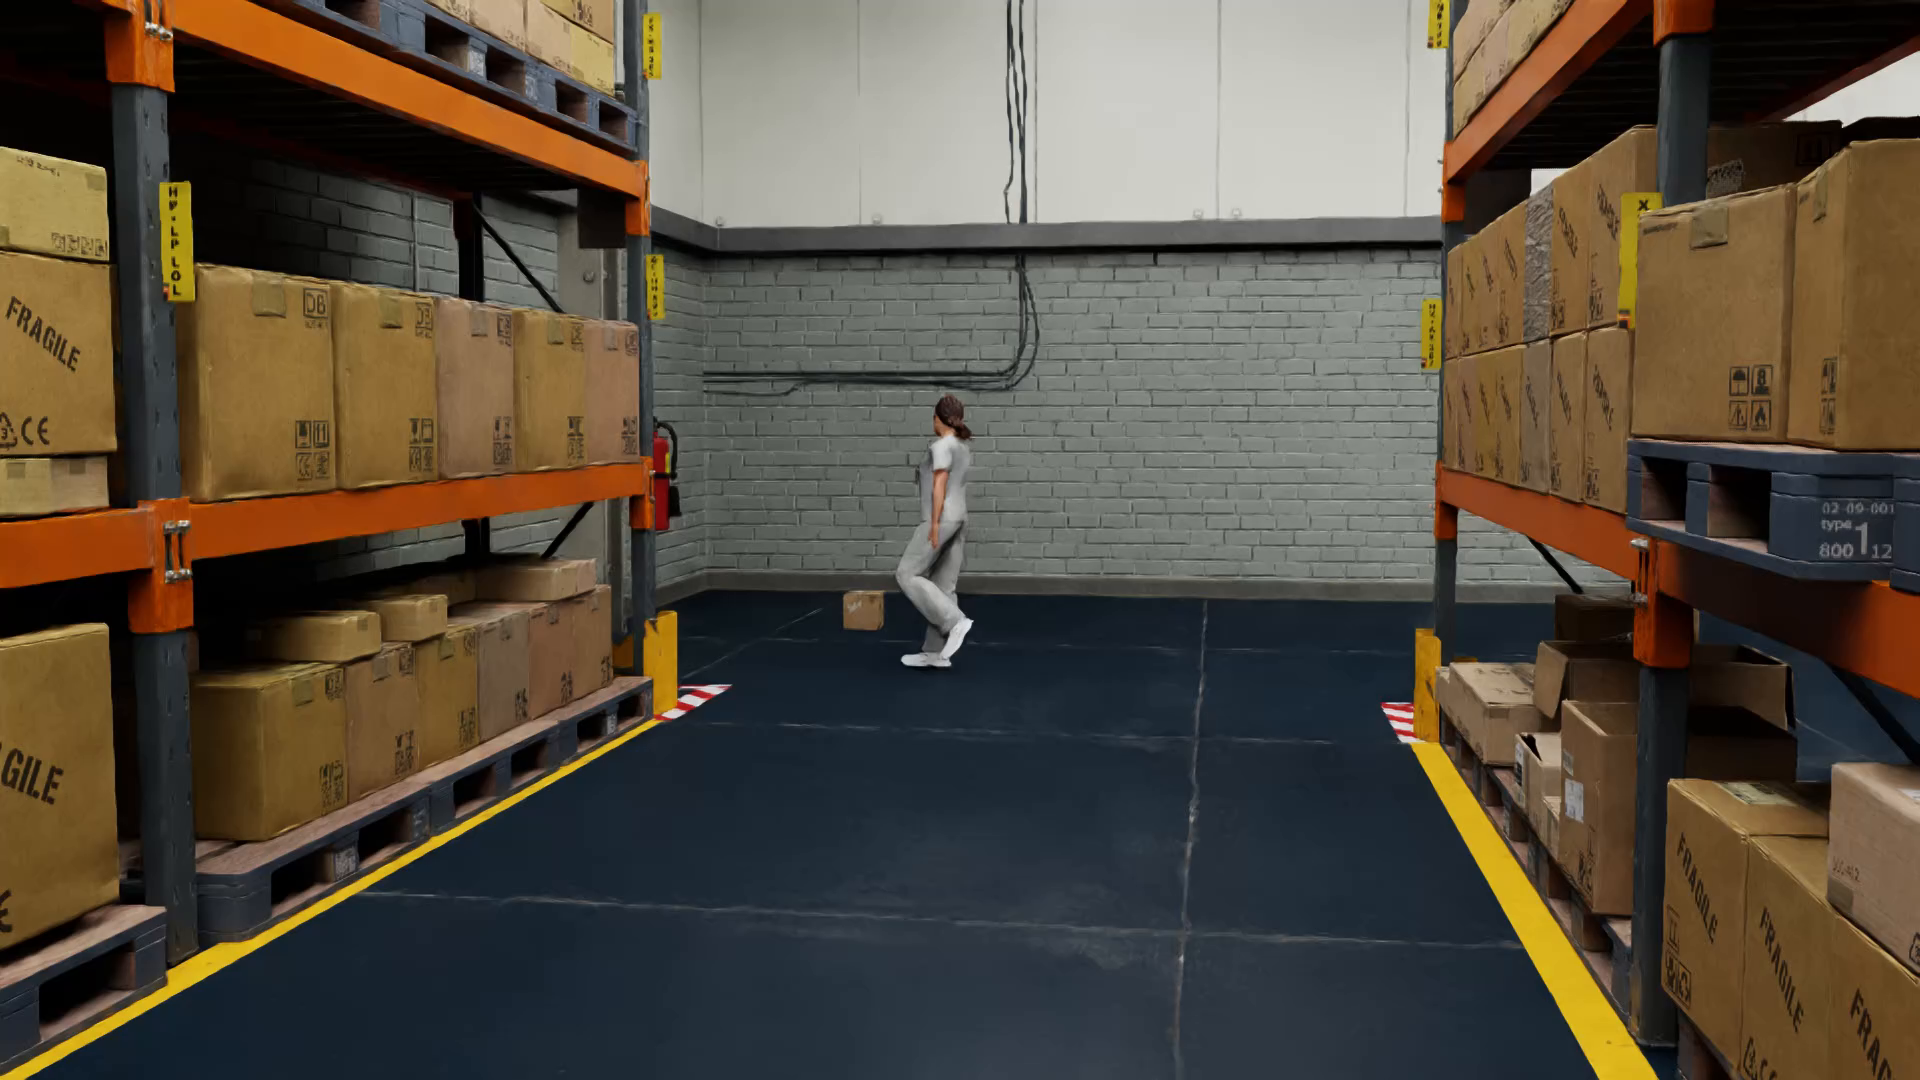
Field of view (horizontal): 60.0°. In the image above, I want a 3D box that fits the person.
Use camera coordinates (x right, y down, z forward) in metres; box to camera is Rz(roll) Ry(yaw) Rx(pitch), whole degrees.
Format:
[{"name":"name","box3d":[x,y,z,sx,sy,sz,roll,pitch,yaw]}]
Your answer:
[{"name":"person","box3d":[-0.100,-0.059,10.118,0.499,1.644,0.650,2,5,21]}]
